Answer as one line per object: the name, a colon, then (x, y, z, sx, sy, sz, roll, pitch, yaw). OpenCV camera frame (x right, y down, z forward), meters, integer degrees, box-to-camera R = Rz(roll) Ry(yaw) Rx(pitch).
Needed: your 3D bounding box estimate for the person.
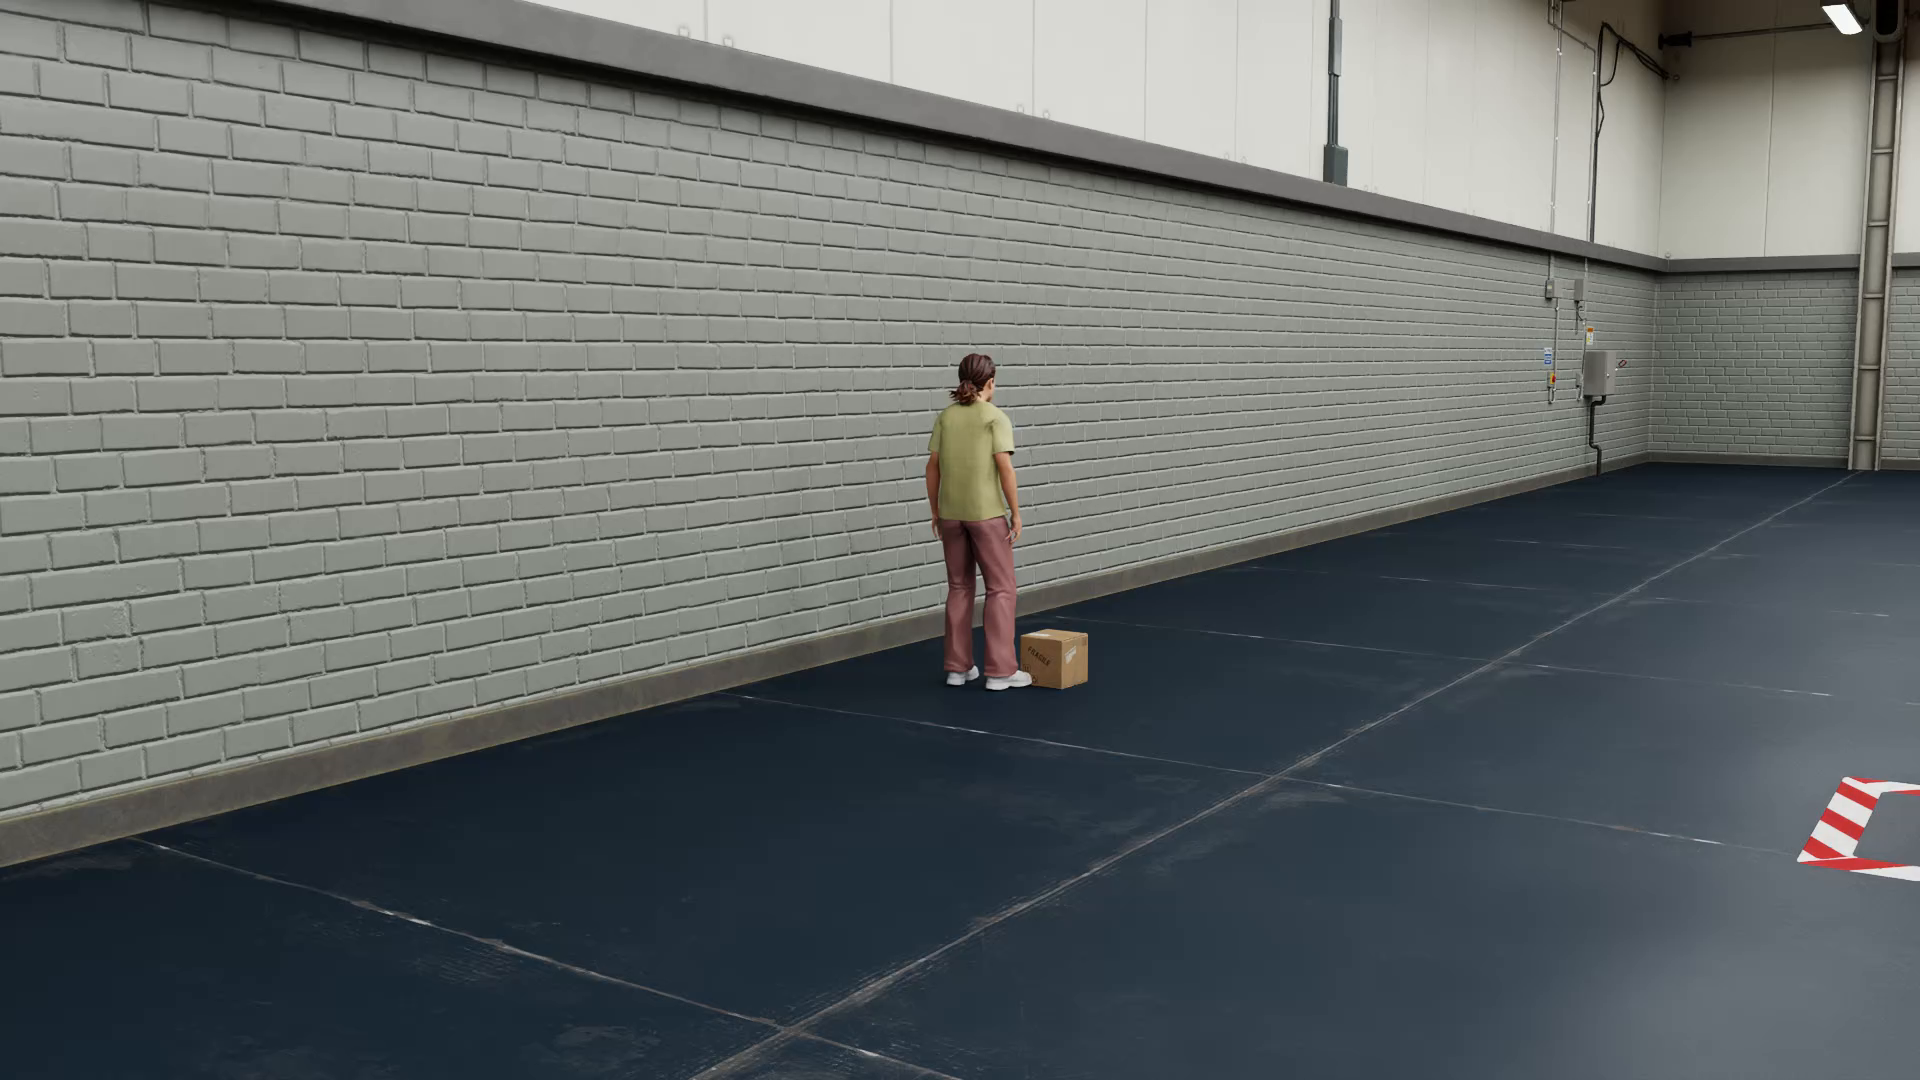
person: (0.086, -0.098, 8.352, 0.522, 1.672, 0.356, 4, 7, 30)
